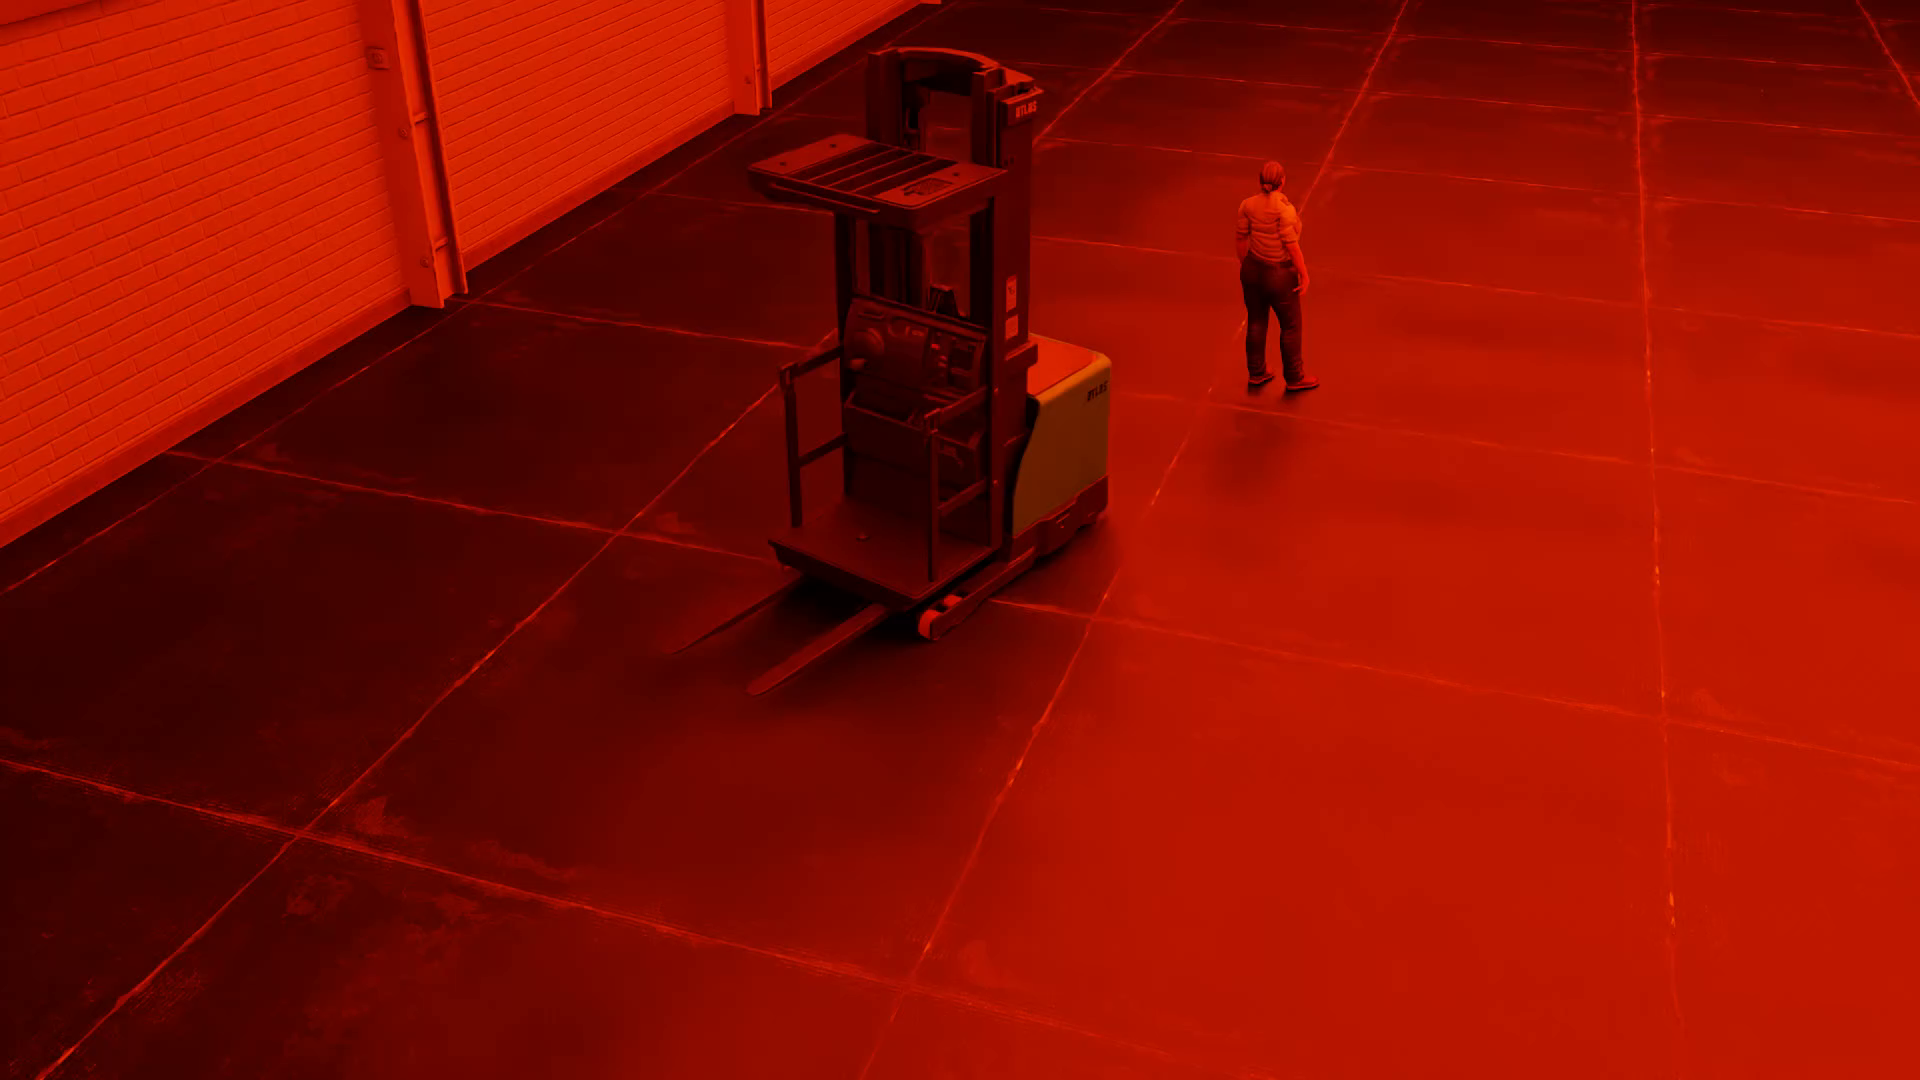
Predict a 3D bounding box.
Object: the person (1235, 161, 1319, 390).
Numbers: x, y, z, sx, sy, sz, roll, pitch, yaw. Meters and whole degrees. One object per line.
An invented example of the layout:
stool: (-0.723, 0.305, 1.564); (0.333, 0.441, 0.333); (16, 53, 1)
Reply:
person: (2.249, -1.872, 11.704); (0.502, 1.650, 0.598); (-26, 39, -38)

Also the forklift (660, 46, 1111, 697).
forklift: (-0.379, -0.999, 8.888); (1.130, 2.935, 3.031); (21, 36, 32)
